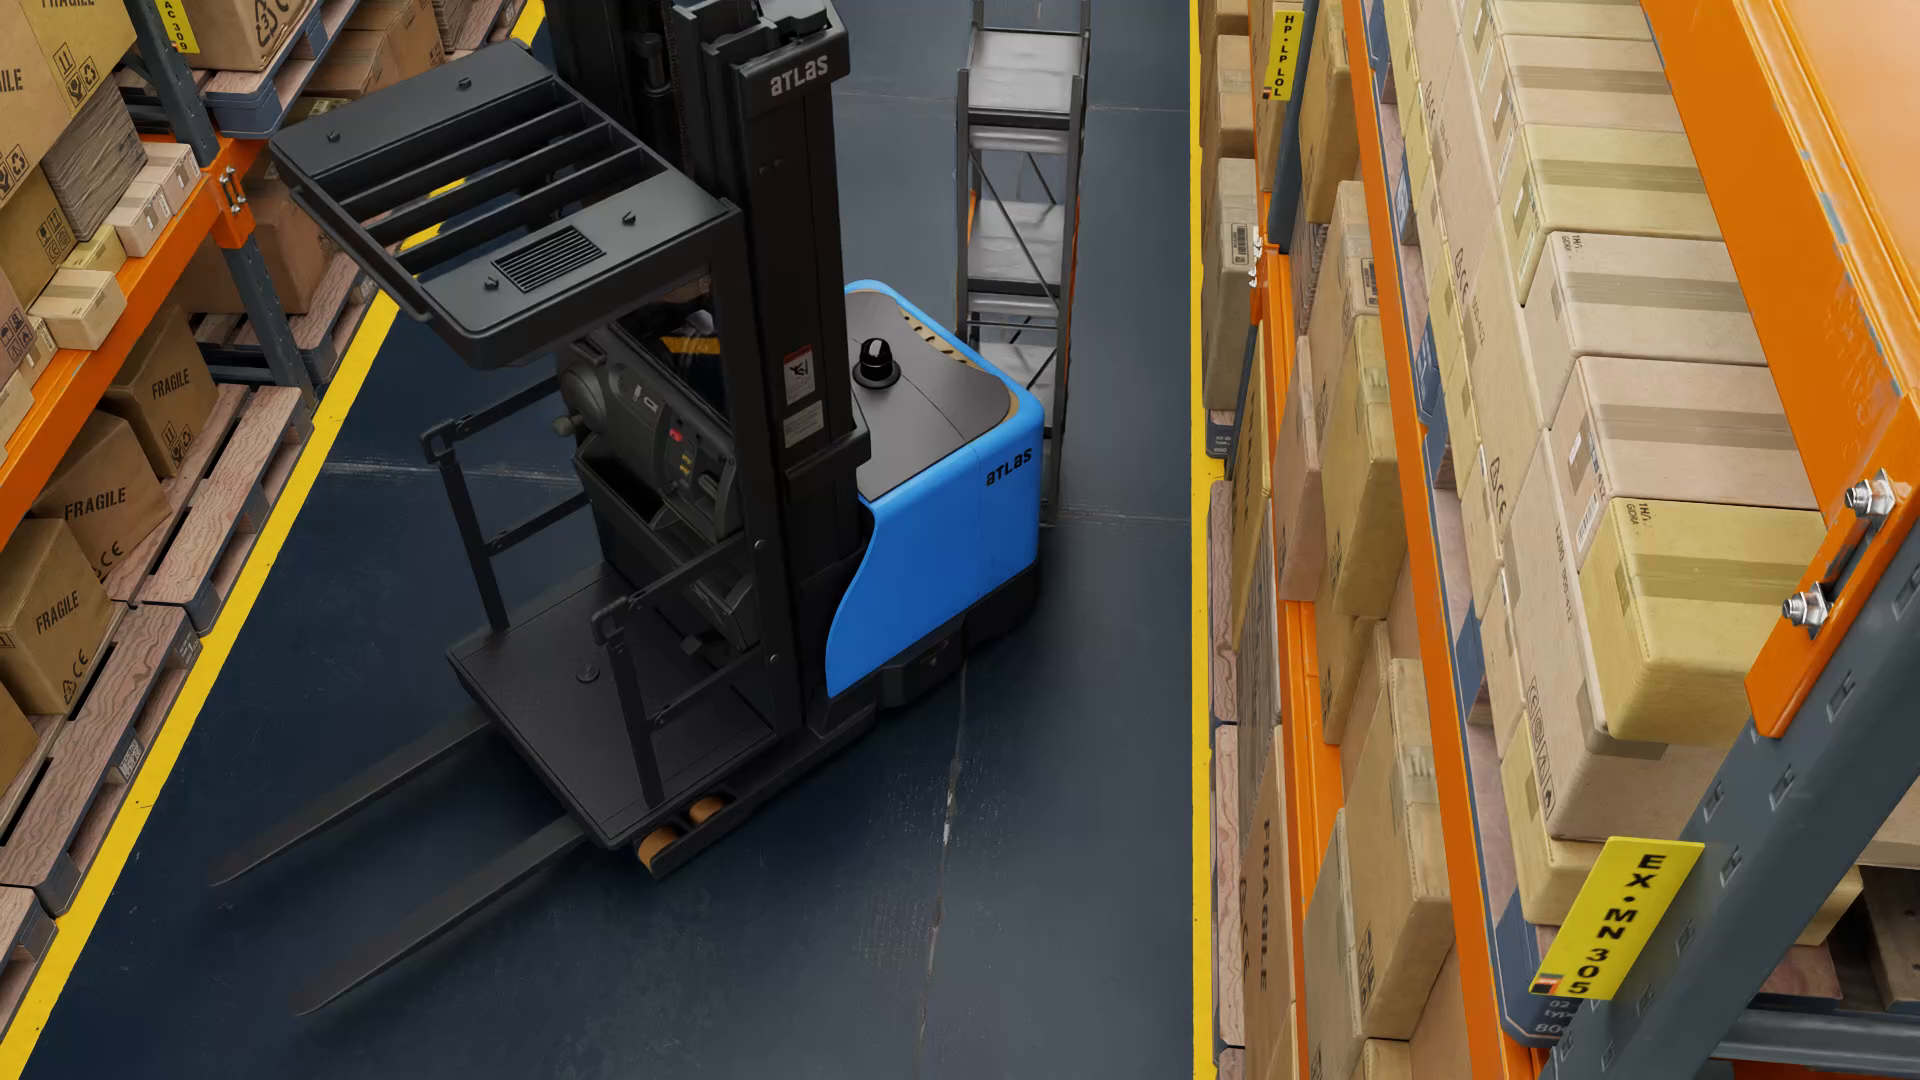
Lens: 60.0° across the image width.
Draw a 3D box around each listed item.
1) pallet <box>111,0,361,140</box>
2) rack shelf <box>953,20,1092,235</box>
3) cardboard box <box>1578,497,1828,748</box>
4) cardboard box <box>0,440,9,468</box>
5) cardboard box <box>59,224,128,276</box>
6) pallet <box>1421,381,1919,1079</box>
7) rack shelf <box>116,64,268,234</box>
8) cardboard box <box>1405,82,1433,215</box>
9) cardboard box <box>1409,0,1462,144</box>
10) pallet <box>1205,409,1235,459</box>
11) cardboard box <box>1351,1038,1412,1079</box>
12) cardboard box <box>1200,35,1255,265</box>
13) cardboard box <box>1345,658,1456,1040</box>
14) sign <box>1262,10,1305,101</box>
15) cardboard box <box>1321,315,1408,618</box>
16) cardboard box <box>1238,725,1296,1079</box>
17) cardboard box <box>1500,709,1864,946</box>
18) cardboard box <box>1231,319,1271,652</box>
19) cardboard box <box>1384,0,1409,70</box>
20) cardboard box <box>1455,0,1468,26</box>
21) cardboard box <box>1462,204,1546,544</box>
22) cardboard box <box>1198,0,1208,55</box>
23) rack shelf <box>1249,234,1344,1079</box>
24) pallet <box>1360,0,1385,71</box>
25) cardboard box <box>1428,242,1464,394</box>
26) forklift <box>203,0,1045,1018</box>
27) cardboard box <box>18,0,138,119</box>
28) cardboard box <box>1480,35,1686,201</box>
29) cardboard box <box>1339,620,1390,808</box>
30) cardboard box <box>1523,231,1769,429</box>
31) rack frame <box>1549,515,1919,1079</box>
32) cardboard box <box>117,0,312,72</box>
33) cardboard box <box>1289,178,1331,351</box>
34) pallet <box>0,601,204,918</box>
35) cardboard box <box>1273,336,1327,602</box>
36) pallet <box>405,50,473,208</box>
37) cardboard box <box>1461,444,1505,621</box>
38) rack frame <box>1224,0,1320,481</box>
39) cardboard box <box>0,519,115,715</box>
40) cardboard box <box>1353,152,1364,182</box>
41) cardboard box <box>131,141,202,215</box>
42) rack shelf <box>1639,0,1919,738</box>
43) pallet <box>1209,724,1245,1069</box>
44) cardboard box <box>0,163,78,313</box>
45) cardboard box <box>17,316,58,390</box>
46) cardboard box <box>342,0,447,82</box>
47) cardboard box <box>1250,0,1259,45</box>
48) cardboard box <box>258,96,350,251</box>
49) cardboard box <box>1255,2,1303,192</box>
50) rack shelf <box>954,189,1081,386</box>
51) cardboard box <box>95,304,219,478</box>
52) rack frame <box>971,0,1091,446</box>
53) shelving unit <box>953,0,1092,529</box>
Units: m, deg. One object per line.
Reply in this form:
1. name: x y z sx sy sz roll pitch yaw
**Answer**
1. pallet: -3.109 -2.091 6.785 1.003 0.211 1.213 4 48 4
2. rack shelf: 0.217 -1.419 5.720 0.431 0.518 0.480 5 48 4
3. cardboard box: 0.934 0.101 1.896 0.380 0.149 0.250 4 48 4
4. cardboard box: -3.202 -0.240 5.133 0.380 0.149 0.250 4 48 4
5. cardboard box: -3.166 -0.978 5.808 0.380 0.149 0.250 4 48 4
6. pallet: 1.299 0.215 2.574 1.003 0.211 1.213 4 48 4
7. rack shelf: -3.142 -2.831 7.820 1.077 0.370 4.000 4 48 4
8. cardboard box: 1.074 -0.747 3.212 0.380 0.149 0.250 4 48 4
9. cardboard box: 1.147 -0.979 3.154 0.500 0.250 0.500 4 48 4
10. pallet: 1.601 -0.827 7.389 1.003 0.211 1.213 4 48 4
11. cardboard box: 1.230 1.417 3.345 0.875 0.550 0.550 4 48 4
12. cardboard box: 1.665 -1.749 7.583 1.050 0.750 0.750 4 48 4
13. cardboard box: 1.272 0.648 3.317 0.875 0.550 0.550 4 48 4
14. sign: 1.065 -1.589 5.466 0.100 0.325 0.005 4 48 4
15. cardboard box: 1.377 -0.153 4.049 0.875 0.550 0.500 4 48 4
16. cardboard box: 1.316 1.169 4.829 0.875 0.875 0.875 3 48 3
17. cardboard box: 0.934 0.373 2.187 0.380 0.149 0.250 4 48 3
18. cardboard box: 1.479 -0.163 6.048 0.875 0.875 0.875 5 48 4
19. cardboard box: 1.120 -1.118 3.551 0.380 0.149 0.250 4 48 4
20. cardboard box: 1.073 -1.020 2.921 0.380 0.149 0.250 4 48 4
21. cardboard box: 1.054 -0.240 2.478 0.500 0.250 0.500 4 48 4
22. cardboard box: 1.826 -3.076 8.797 1.050 0.750 0.750 3 48 3
23. rack shelf: 1.424 0.517 4.758 1.077 0.370 4.000 4 48 4
24. pallet: 1.521 -1.578 4.214 1.003 0.211 1.213 4 48 4
25. cardboard box: 1.027 -0.375 2.871 0.380 0.149 0.250 3 48 3
26. forklift: -1.133 -0.285 5.050 3.031 2.935 1.130 -33 55 -26
27. cardboard box: -3.091 -1.726 5.375 0.500 0.500 0.500 4 48 4
28. cardboard box: 1.028 -0.645 2.577 0.380 0.149 0.250 4 48 4
29. cardboard box: 1.435 0.608 4.085 0.875 0.550 0.550 4 48 4
30. cardboard box: 0.982 -0.271 2.236 0.380 0.149 0.250 5 48 4
31. rack frame: 1.242 -0.281 0.935 1.000 3.000 0.127 4 48 4
32. cardboard box: -3.112 -2.522 6.359 1.000 1.000 1.000 4 48 4
33. cardboard box: 1.584 -0.975 5.533 0.875 0.550 0.550 4 48 4
34. pallet: -3.459 0.732 5.963 1.003 0.211 1.213 4 48 4
35. cardboard box: 1.390 -0.180 4.806 0.875 0.550 0.550 4 48 4
36. pallet: -3.146 -2.134 8.584 1.003 0.211 1.213 4 48 4
37. cardboard box: 0.981 -0.001 2.529 0.380 0.149 0.250 5 48 4
38. rack frame: 1.606 -1.196 5.837 1.000 3.000 0.127 4 48 4
39. cardboard box: -3.423 0.272 5.903 0.500 0.500 0.500 0 48 0
40. cardboard box: 1.604 -0.930 4.760 0.875 0.550 0.550 4 48 4
41. cardboard box: -3.051 -1.341 6.140 0.380 0.149 0.250 4 48 4
42. rack shelf: 1.424 -1.373 2.692 1.077 0.370 4.000 4 48 4
43. pallet: 1.350 1.198 5.537 1.003 0.211 1.213 4 48 4
44. cardboard box: -3.507 -1.046 5.431 0.875 0.500 0.500 4 48 4
45. cardboard box: -3.232 -0.612 5.474 0.380 0.149 0.250 4 48 4
46. cardboard box: -3.083 -2.529 8.452 0.700 0.500 0.500 7 48 7
47. cardboard box: 1.480 -2.374 6.846 0.500 0.500 0.500 4 48 4
48. cardboard box: -3.184 -1.708 7.701 0.700 0.500 0.500 4 48 3
49. cardboard box: 1.387 -1.631 6.167 0.500 0.500 0.500 4 48 3
50. rack shelf: 0.217 -0.946 6.237 0.431 0.518 0.480 5 48 4
51. cardboard box: -3.400 -0.611 6.711 0.500 0.500 0.500 3 48 2
52. rack frame: 0.244 -1.134 6.390 0.400 2.100 0.015 5 48 4
53. shelving unit: 0.217 -0.955 6.227 0.431 2.100 0.503 5 48 4
